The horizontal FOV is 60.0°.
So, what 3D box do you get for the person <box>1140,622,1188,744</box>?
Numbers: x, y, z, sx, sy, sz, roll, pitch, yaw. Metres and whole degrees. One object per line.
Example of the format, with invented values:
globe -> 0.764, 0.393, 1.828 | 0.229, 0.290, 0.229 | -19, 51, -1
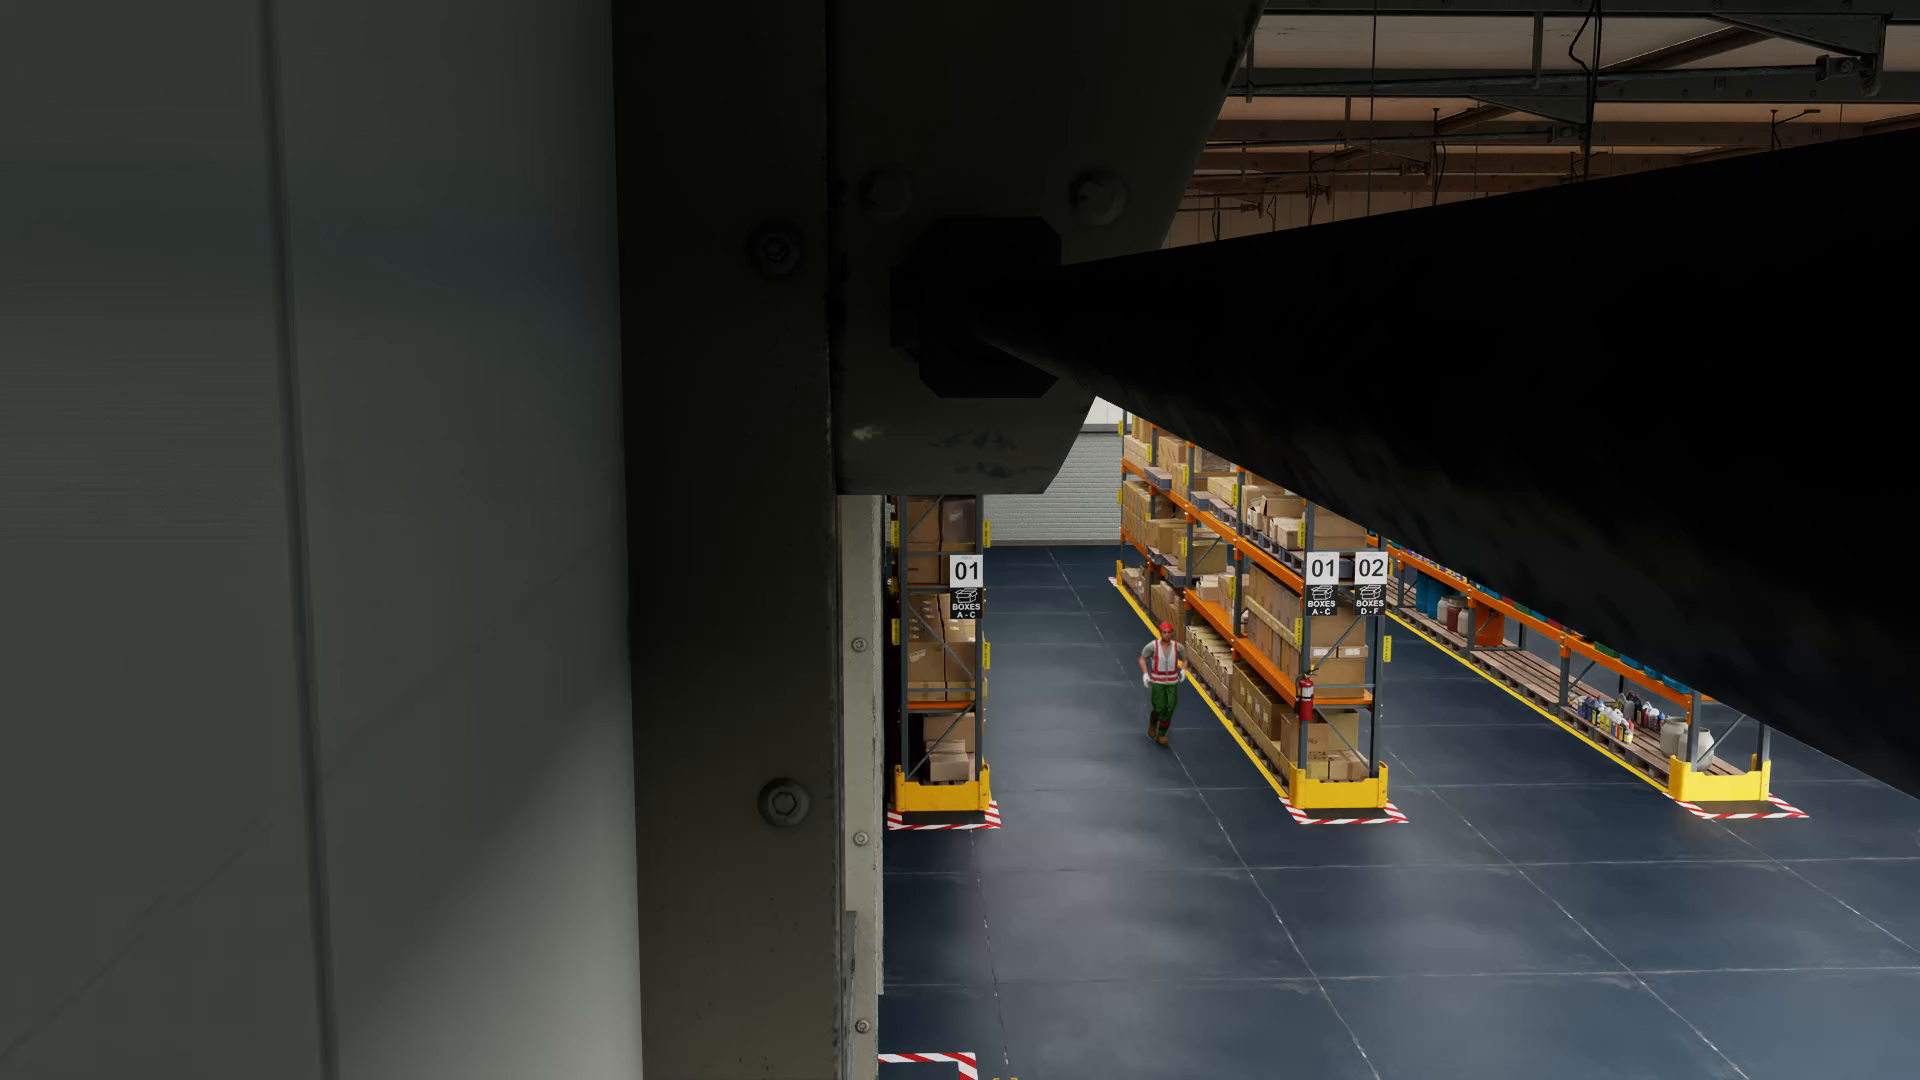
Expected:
person -> 2.900, 2.018, 23.453 | 0.668, 1.749, 0.583 | -1, 8, -7
